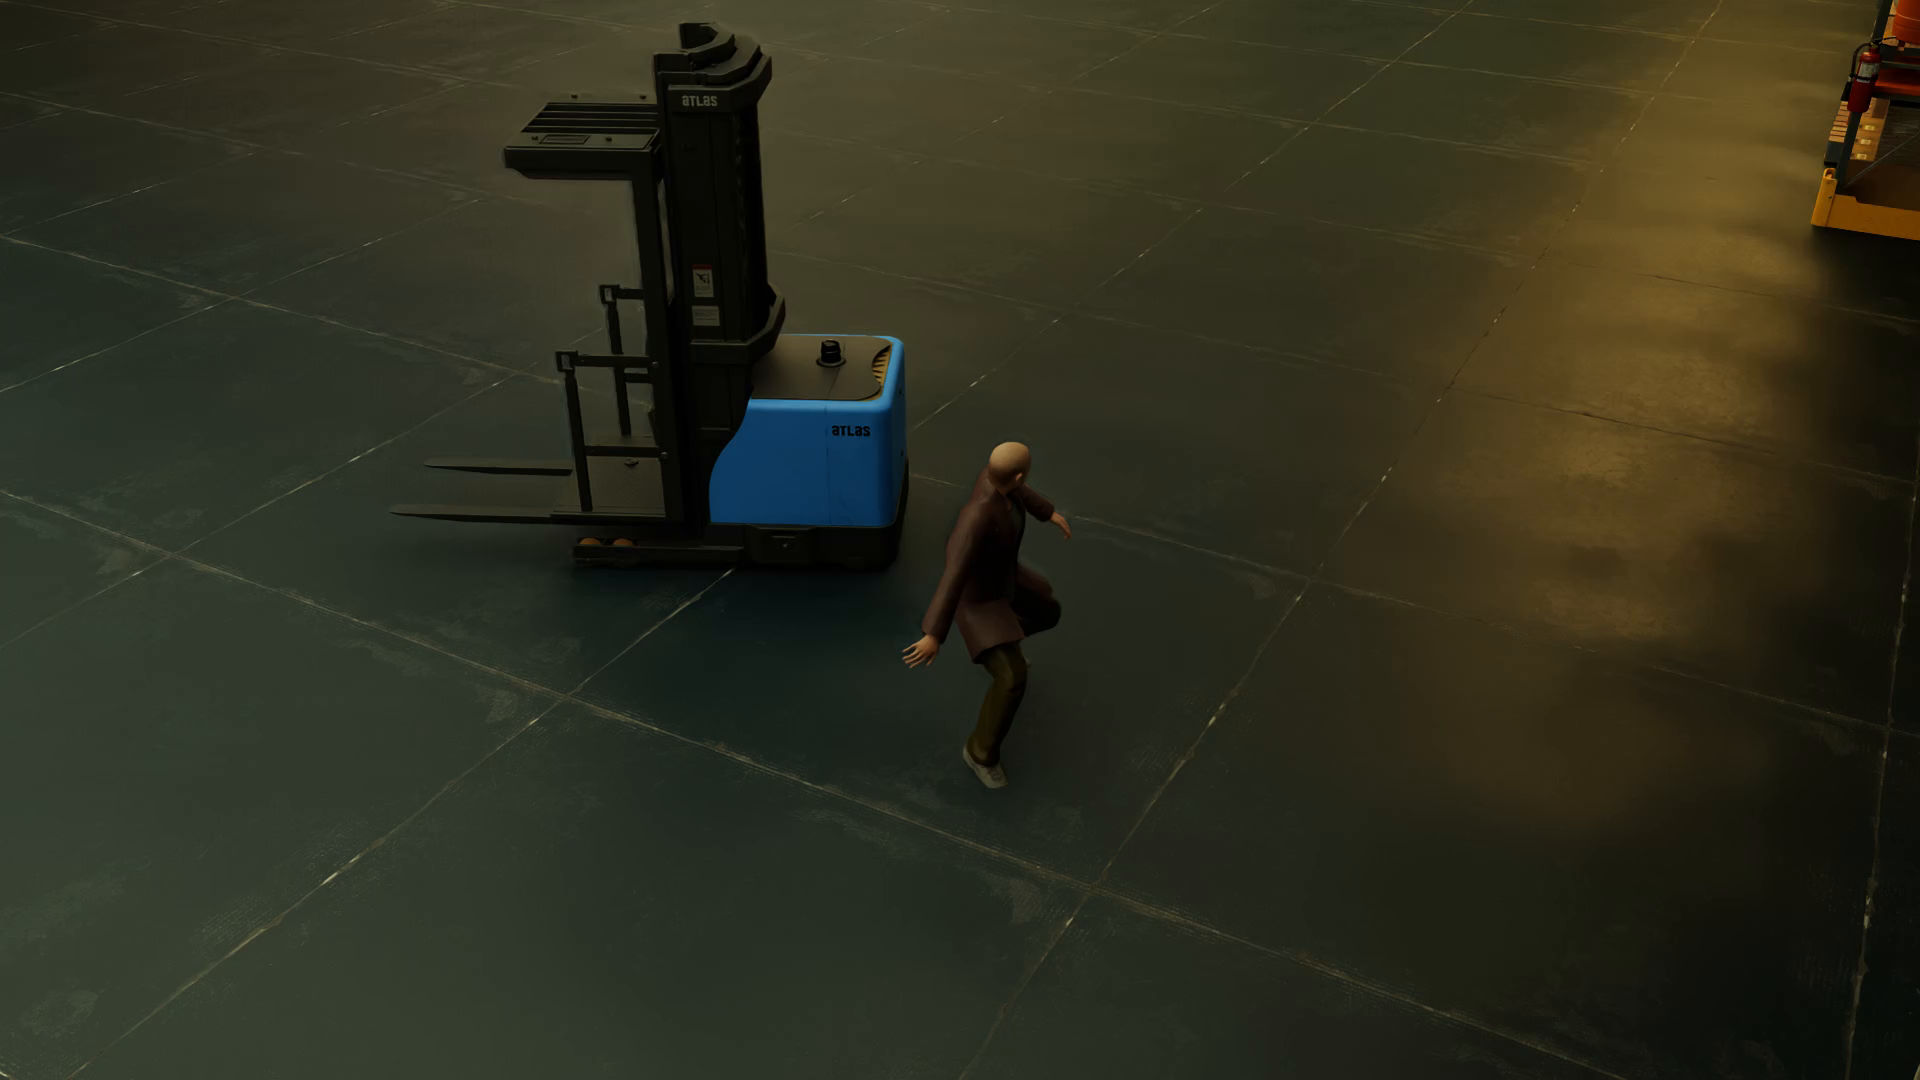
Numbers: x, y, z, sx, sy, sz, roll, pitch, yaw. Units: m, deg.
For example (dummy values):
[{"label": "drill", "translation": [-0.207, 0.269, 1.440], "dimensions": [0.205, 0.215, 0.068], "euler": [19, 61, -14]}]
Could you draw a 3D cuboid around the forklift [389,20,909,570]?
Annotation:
[{"label": "forklift", "translation": [-1.856, -1.368, 9.441], "dimensions": [3.031, 2.935, 1.130], "euler": [2, 30, 3]}]

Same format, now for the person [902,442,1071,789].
[{"label": "person", "translation": [0.136, 0.296, 7.958], "dimensions": [0.567, 1.682, 1.222], "euler": [12, 32, 19]}]
